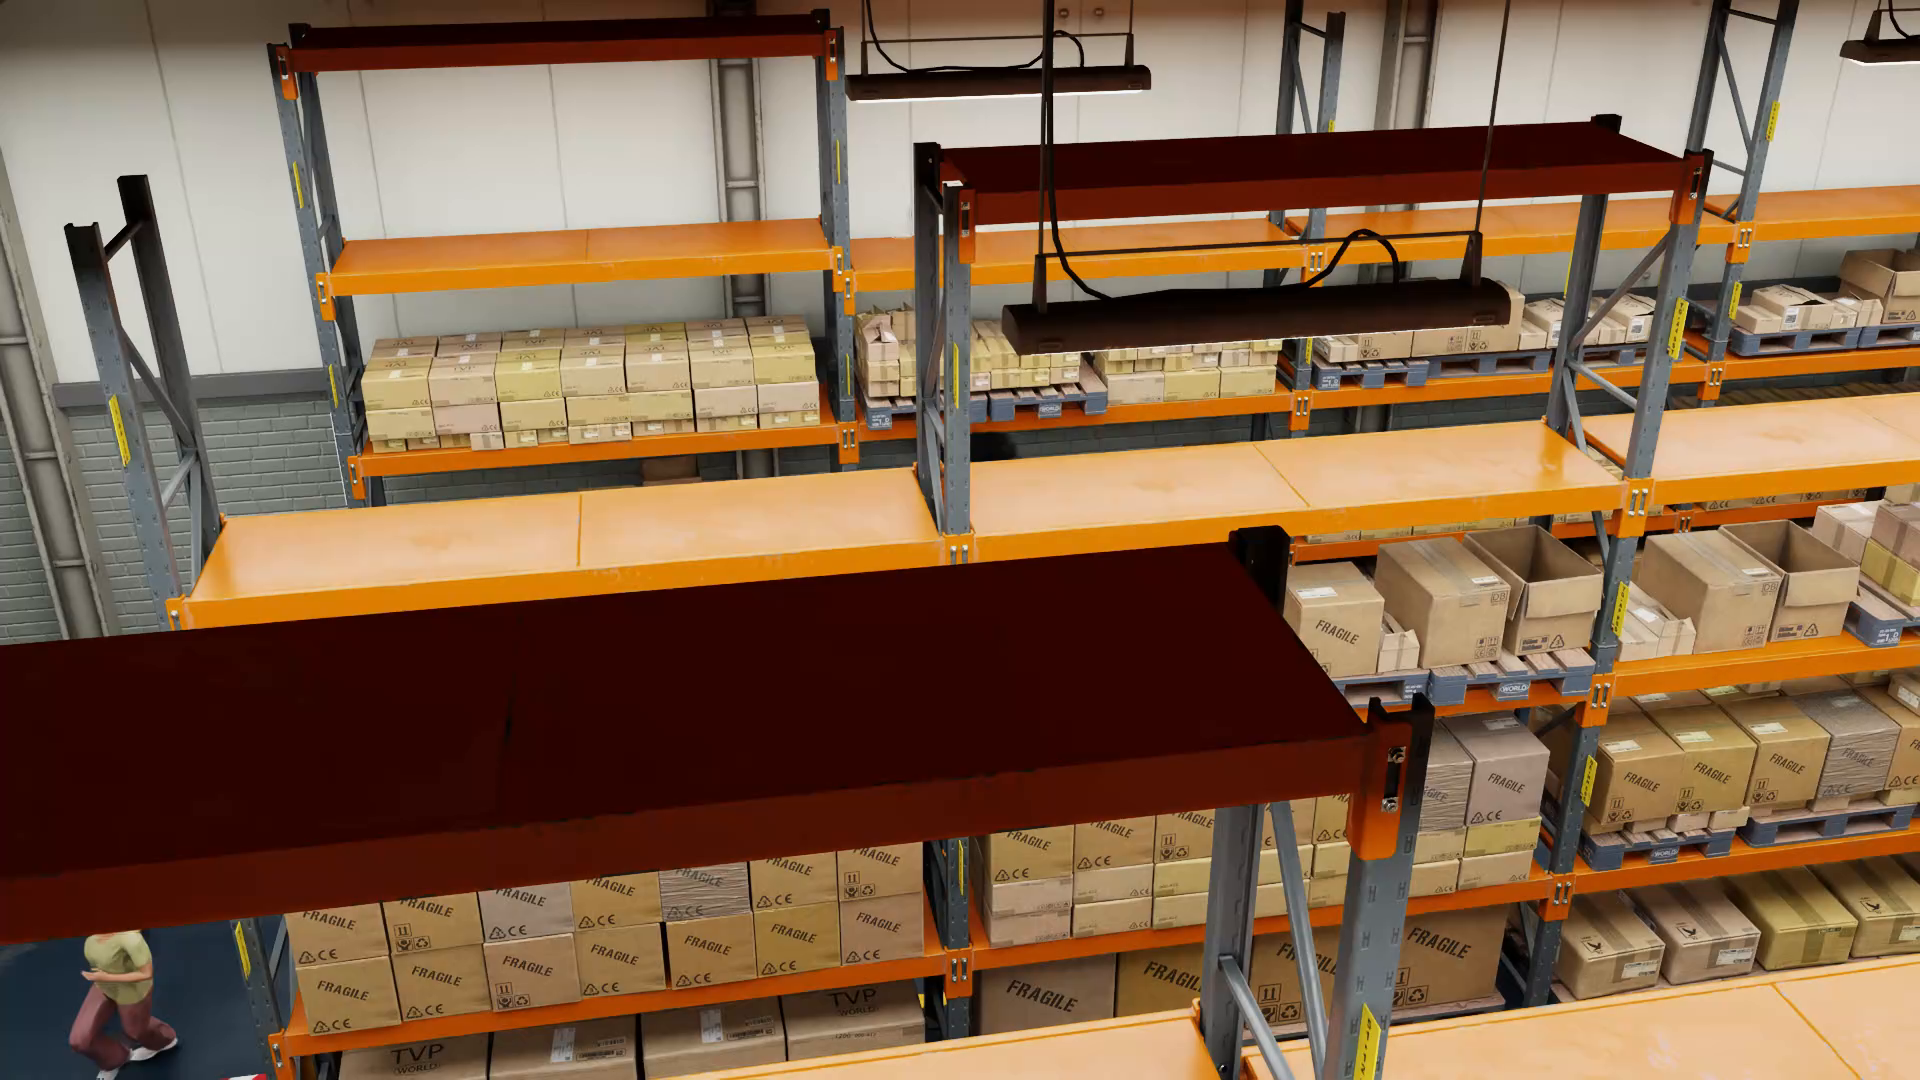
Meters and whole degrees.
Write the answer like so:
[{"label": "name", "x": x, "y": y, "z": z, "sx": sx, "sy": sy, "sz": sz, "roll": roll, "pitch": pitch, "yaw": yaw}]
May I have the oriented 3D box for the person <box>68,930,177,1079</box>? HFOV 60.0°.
[{"label": "person", "x": -5.286, "y": 2.829, "z": 10.546, "sx": 0.636, "sy": 1.588, "sz": 0.687, "roll": 10, "pitch": 28, "yaw": 21}]
